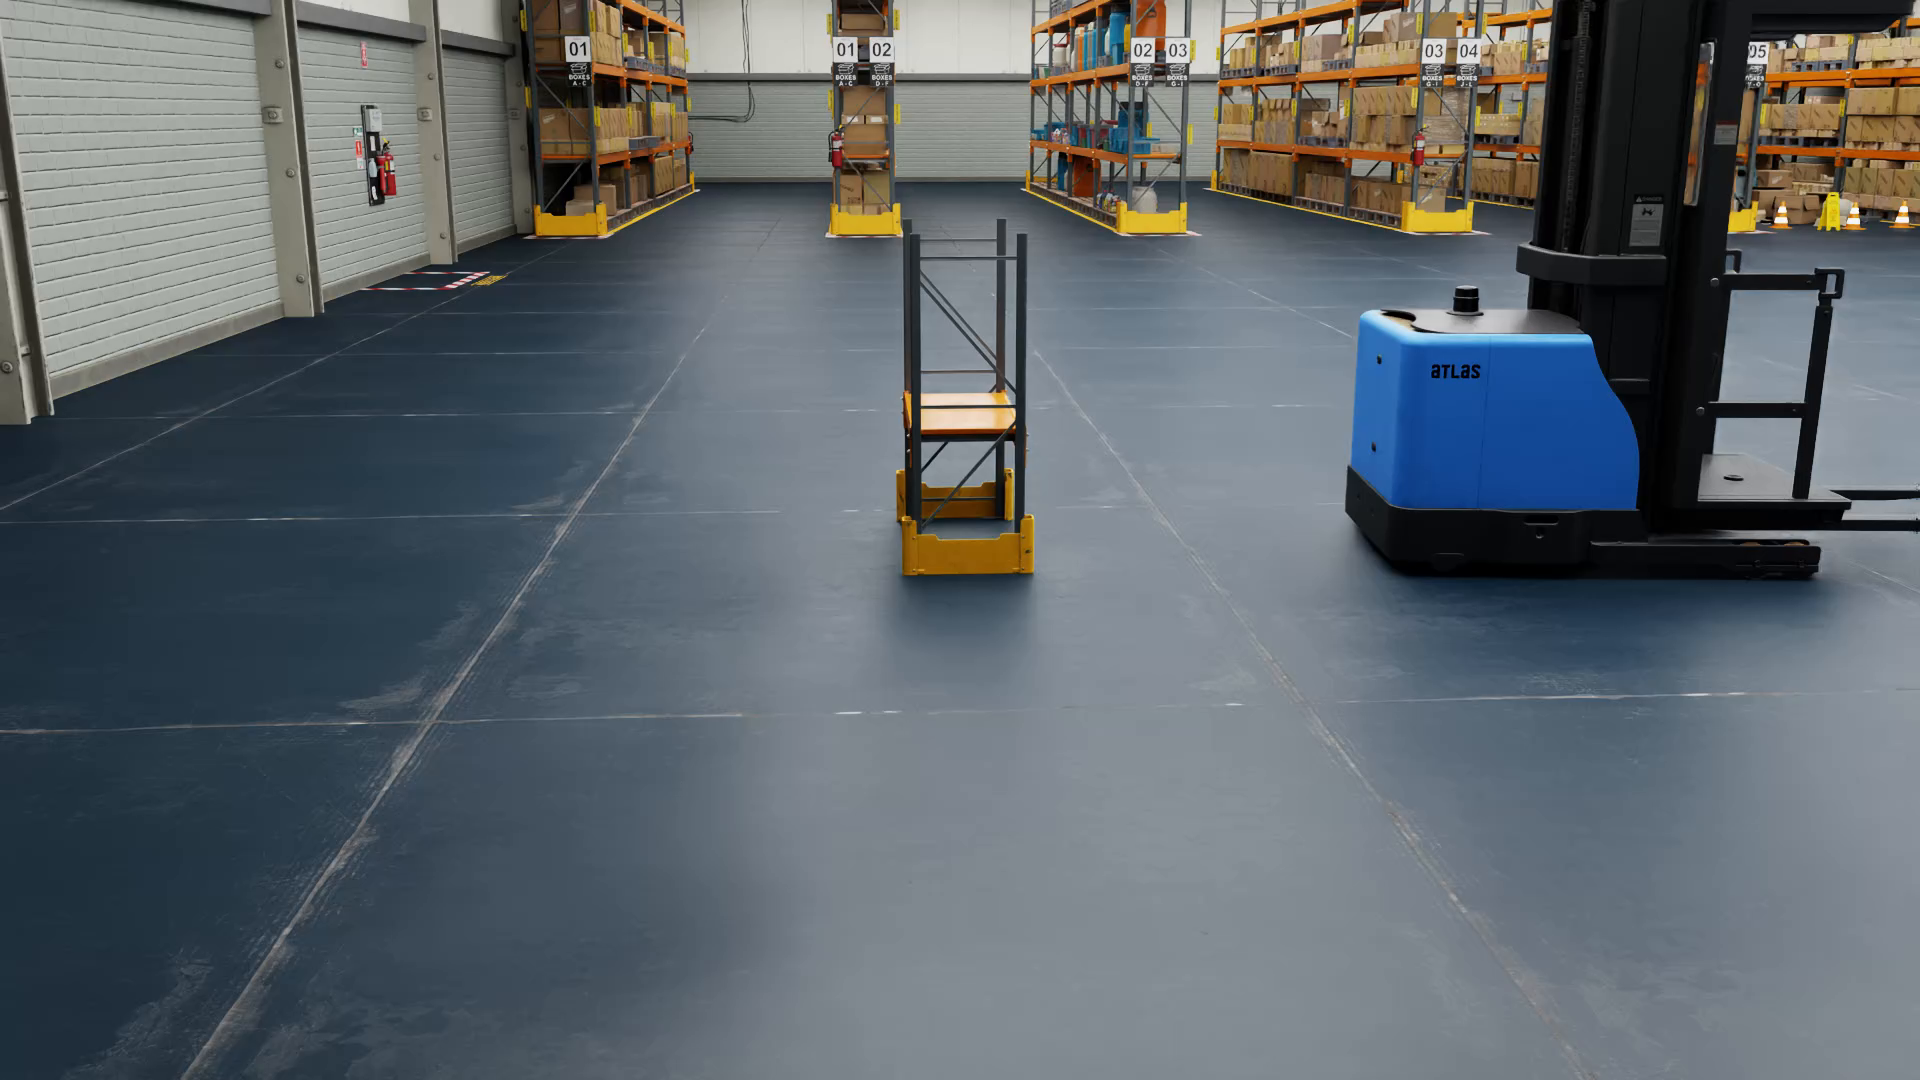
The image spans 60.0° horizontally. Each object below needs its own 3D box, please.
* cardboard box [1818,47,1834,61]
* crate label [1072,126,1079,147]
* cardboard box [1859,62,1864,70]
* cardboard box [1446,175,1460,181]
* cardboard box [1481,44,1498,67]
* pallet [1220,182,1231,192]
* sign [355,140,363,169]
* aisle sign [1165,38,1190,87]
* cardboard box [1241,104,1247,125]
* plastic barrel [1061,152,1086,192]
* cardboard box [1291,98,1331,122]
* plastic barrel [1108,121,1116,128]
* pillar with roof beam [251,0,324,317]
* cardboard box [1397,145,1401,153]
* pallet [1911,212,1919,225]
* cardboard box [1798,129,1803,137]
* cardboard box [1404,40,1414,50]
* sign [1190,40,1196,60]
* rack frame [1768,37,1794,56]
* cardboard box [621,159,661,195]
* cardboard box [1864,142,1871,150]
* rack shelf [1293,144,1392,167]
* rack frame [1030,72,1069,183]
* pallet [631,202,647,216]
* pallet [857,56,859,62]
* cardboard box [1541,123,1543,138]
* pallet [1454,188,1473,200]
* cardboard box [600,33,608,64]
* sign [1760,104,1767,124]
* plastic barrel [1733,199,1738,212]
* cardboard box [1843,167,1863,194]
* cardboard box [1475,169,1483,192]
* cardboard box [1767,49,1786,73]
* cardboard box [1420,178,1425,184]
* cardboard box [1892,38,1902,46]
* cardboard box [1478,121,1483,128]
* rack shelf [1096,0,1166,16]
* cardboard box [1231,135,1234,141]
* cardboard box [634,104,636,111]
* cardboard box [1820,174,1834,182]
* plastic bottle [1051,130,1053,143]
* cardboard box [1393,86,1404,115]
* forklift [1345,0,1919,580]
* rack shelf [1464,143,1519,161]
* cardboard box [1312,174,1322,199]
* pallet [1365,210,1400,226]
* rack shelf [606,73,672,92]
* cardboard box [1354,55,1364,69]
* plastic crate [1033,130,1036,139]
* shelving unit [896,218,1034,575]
[{"bbox_3d":[17.722,-9.810,33.573,0.500,0.250,0.500,-1,14,-3],"label":"cardboard box"},{"bbox_3d":[2.639,-8.489,34.929,0.502,0.435,0.616,-1,14,-3],"label":"crate label"},{"bbox_3d":[17.701,-9.207,32.273,0.380,0.149,0.250,-1,14,-4],"label":"cardboard box"},{"bbox_3d":[12.162,-8.886,40.824,0.380,0.149,0.250,-1,14,-2],"label":"cardboard box"},{"bbox_3d":[12.464,-11.166,38.333,0.797,0.503,0.637,-1,14,-4],"label":"cardboard box"},{"bbox_3d":[7.422,-9.241,43.519,1.003,0.211,1.213,-1,14,-3],"label":"pallet"},{"bbox_3d":[-7.034,-4.512,19.471,0.001,0.329,0.234,-1,14,-3],"label":"sign"},{"bbox_3d":[3.639,-7.979,27.801,0.394,0.787,0.004,-1,14,-3],"label":"aisle sign"},{"bbox_3d":[7.220,-10.464,40.874,0.500,0.500,0.500,-1,14,-3],"label":"cardboard box"},{"bbox_3d":[2.660,-8.593,38.774,0.600,0.901,0.708,-1,14,-3],"label":"plastic barrel"},{"bbox_3d":[7.761,-9.516,36.777,0.797,0.503,0.637,0,14,-2],"label":"cardboard box"},{"bbox_3d":[3.209,-8.218,33.673,0.433,0.535,0.433,0,14,0],"label":"plastic barrel"},{"bbox_3d":[-2.412,-6.729,16.119,9.100,9.000,0.400,-1,14,-3],"label":"pillar with roof beam"},{"bbox_3d":[7.981,-6.942,29.491,0.380,0.149,0.250,-1,14,-3],"label":"cardboard box"},{"bbox_3d":[18.157,-5.834,30.277,1.003,0.211,1.213,-1,14,-3],"label":"pallet"},{"bbox_3d":[17.573,-8.417,34.382,0.380,0.149,0.250,-1,14,-3],"label":"cardboard box"},{"bbox_3d":[7.932,-8.580,28.835,0.380,0.149,0.250,-2,15,-6],"label":"cardboard box"},{"bbox_3d":[3.892,-8.198,27.831,0.100,0.325,0.005,-1,14,-3],"label":"sign"},{"bbox_3d":[17.681,-11.858,36.054,1.000,3.000,0.127,-1,14,-3],"label":"rack frame"},{"bbox_3d":[-6.956,-7.917,36.249,0.750,0.750,0.750,-1,14,-4],"label":"cardboard box"},{"bbox_3d":[17.743,-7.625,32.146,0.380,0.149,0.250,-1,14,-4],"label":"cardboard box"},{"bbox_3d":[7.914,-7.954,34.363,1.077,0.370,4.000,-1,14,-3],"label":"rack shelf"},{"bbox_3d":[2.351,-10.713,43.642,1.000,3.000,0.127,-1,14,-3],"label":"rack frame"},{"bbox_3d":[-6.922,-6.723,33.731,1.003,0.211,1.213,-1,14,-3],"label":"pallet"},{"bbox_3d":[-1.771,-8.851,30.564,1.003,0.211,1.213,-1,14,-3],"label":"pallet"},{"bbox_3d":[12.571,-8.532,34.965,0.500,0.500,0.500,-1,14,-3],"label":"cardboard box"},{"bbox_3d":[12.549,-8.302,39.868,1.003,0.211,1.213,-1,14,-3],"label":"pallet"},{"bbox_3d":[-6.350,-8.441,28.555,0.500,0.500,0.500,0,14,-1],"label":"cardboard box"},{"bbox_3d":[13.797,-7.326,28.584,0.100,0.325,0.005,-1,14,-3],"label":"sign"},{"bbox_3d":[14.596,-6.350,31.857,0.512,0.421,0.421,10,18,35],"label":"plastic barrel"},{"bbox_3d":[17.696,-7.042,32.545,0.500,0.500,0.500,0,14,-1],"label":"cardboard box"},{"bbox_3d":[12.361,-8.389,38.785,0.500,0.500,0.500,-1,14,-2],"label":"cardboard box"},{"bbox_3d":[17.730,-10.218,35.498,0.700,0.500,0.500,-1,14,-3],"label":"cardboard box"},{"bbox_3d":[12.031,-9.212,42.688,0.380,0.149,0.250,-2,15,-6],"label":"cardboard box"},{"bbox_3d":[17.731,-9.335,31.171,0.380,0.149,0.250,-1,14,-5],"label":"cardboard box"},{"bbox_3d":[12.164,-9.578,38.295,0.380,0.149,0.250,-1,14,-5],"label":"cardboard box"},{"bbox_3d":[3.219,-9.594,29.502,1.077,0.370,4.000,-1,14,-3],"label":"rack shelf"},{"bbox_3d":[7.084,-10.192,42.121,0.380,0.149,0.250,-1,14,-5],"label":"cardboard box"},{"bbox_3d":[-6.990,-9.060,34.835,0.380,0.149,0.250,-3,15,-11],"label":"cardboard box"},{"bbox_3d":[22.038,-9.127,42.123,0.396,0.266,0.258,0,14,-1],"label":"cardboard box"},{"bbox_3d":[2.196,-9.564,39.410,0.061,0.283,0.133,-1,14,-3],"label":"plastic bottle"},{"bbox_3d":[7.969,-7.744,29.300,0.500,0.500,0.500,-1,14,-3],"label":"cardboard box"},{"bbox_3d":[3.426,-1.377,7.498,3.031,2.935,1.130,0,14,1],"label":"forklift"},{"bbox_3d":[12.623,-9.000,38.429,1.077,0.370,4.000,-1,14,-3],"label":"rack shelf"},{"bbox_3d":[7.899,-7.498,35.282,0.700,0.500,0.500,-2,15,-8],"label":"cardboard box"},{"bbox_3d":[8.194,-5.984,30.859,1.003,0.211,1.213,-1,14,-3],"label":"pallet"},{"bbox_3d":[-7.165,-10.172,36.964,1.077,0.370,4.000,-1,14,-3],"label":"rack shelf"},{"bbox_3d":[7.810,-9.069,31.535,0.500,0.250,0.500,-1,15,-6],"label":"cardboard box"},{"bbox_3d":[2.079,-10.430,42.761,0.416,0.233,0.300,-1,14,-3],"label":"plastic crate"},{"bbox_3d":[0.005,-0.707,7.766,0.587,1.500,1.083,-1,14,-3],"label":"shelving unit"}]
